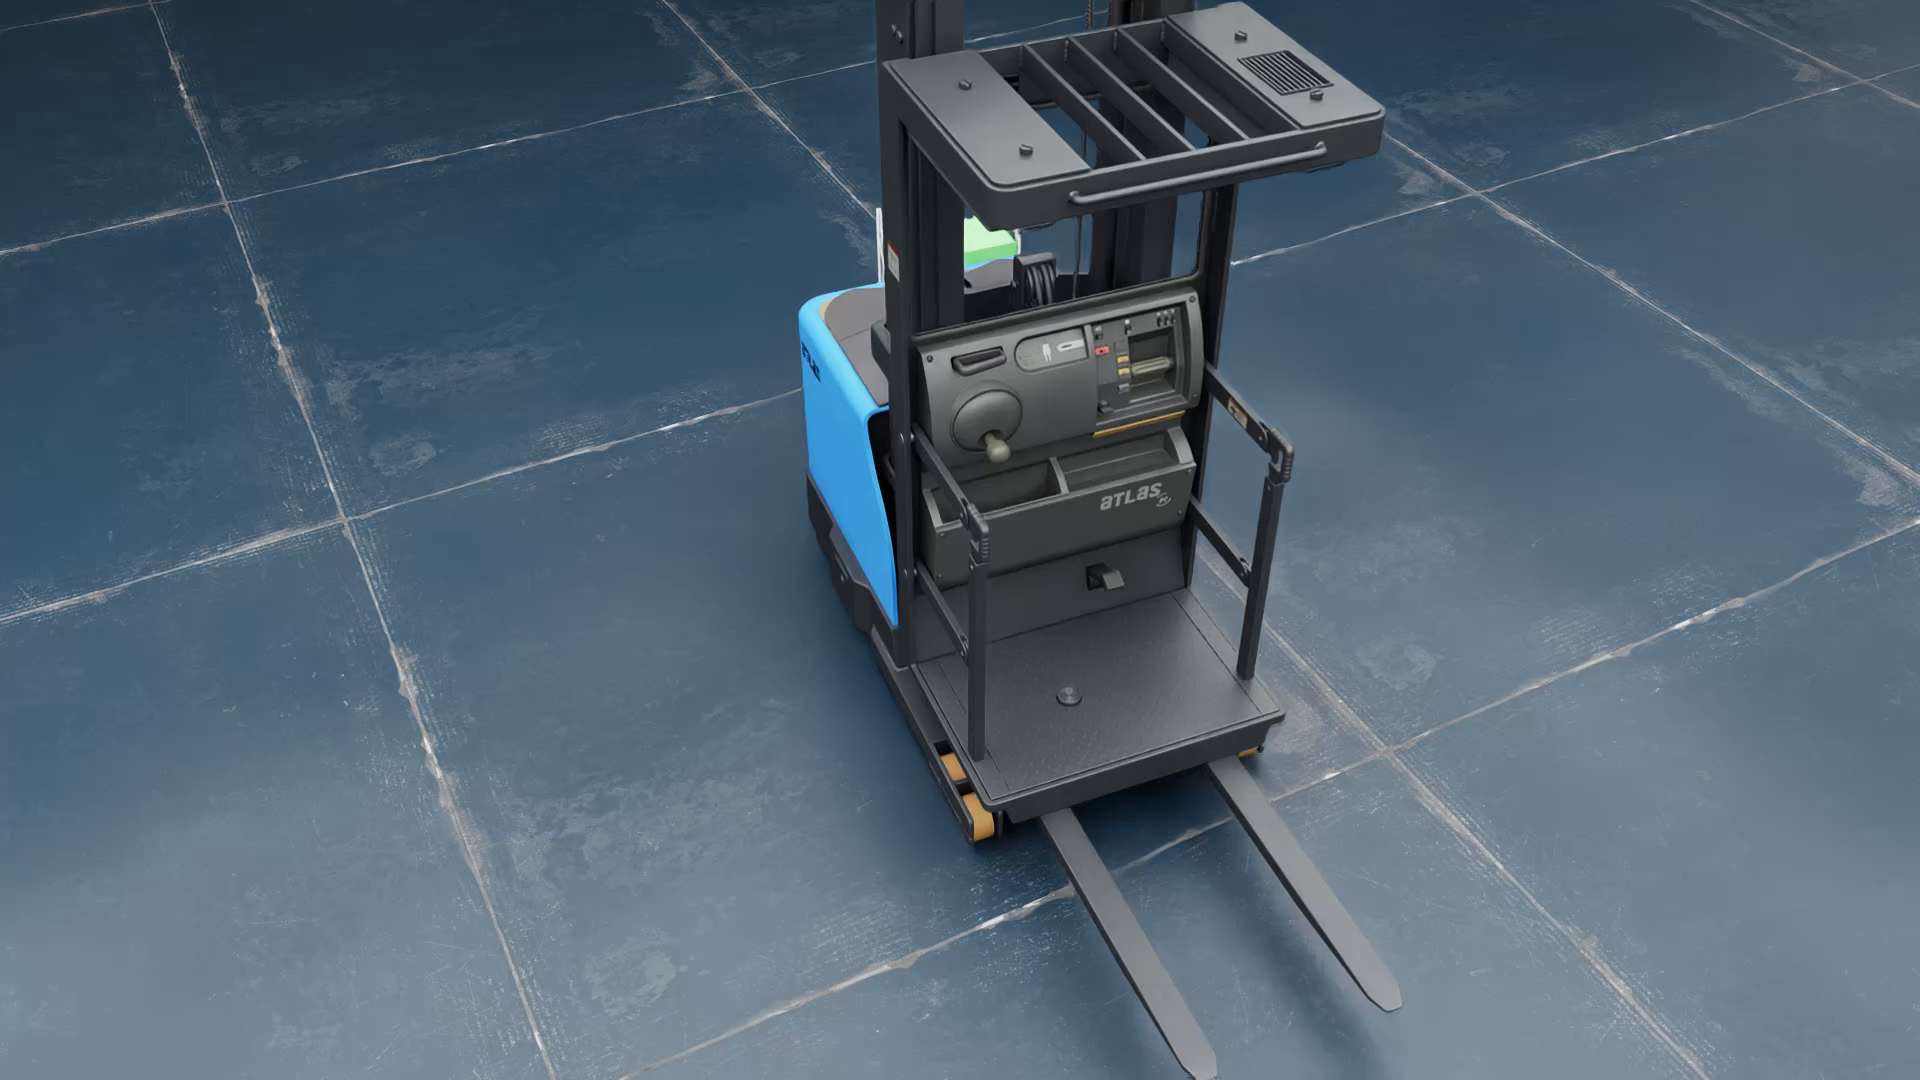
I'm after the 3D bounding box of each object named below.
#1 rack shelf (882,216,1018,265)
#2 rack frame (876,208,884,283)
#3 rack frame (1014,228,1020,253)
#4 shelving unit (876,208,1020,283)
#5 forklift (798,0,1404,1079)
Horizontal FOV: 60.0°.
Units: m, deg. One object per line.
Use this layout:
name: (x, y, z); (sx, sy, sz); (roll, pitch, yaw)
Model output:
rack shelf: (-0.045, -1.125, 6.505); (0.480, 0.148, 0.258); (-15, 42, -17)
rack frame: (-0.271, -0.747, 6.704); (0.015, 1.200, 0.240); (-15, 42, -17)
rack frame: (0.182, -0.866, 6.844); (0.015, 1.200, 0.240); (-15, 42, -17)
shelving unit: (-0.045, -0.807, 6.774); (0.503, 1.200, 0.258); (-15, 42, -17)
forklift: (0.409, -0.426, 4.985); (1.130, 2.935, 3.031); (-15, 42, -17)
